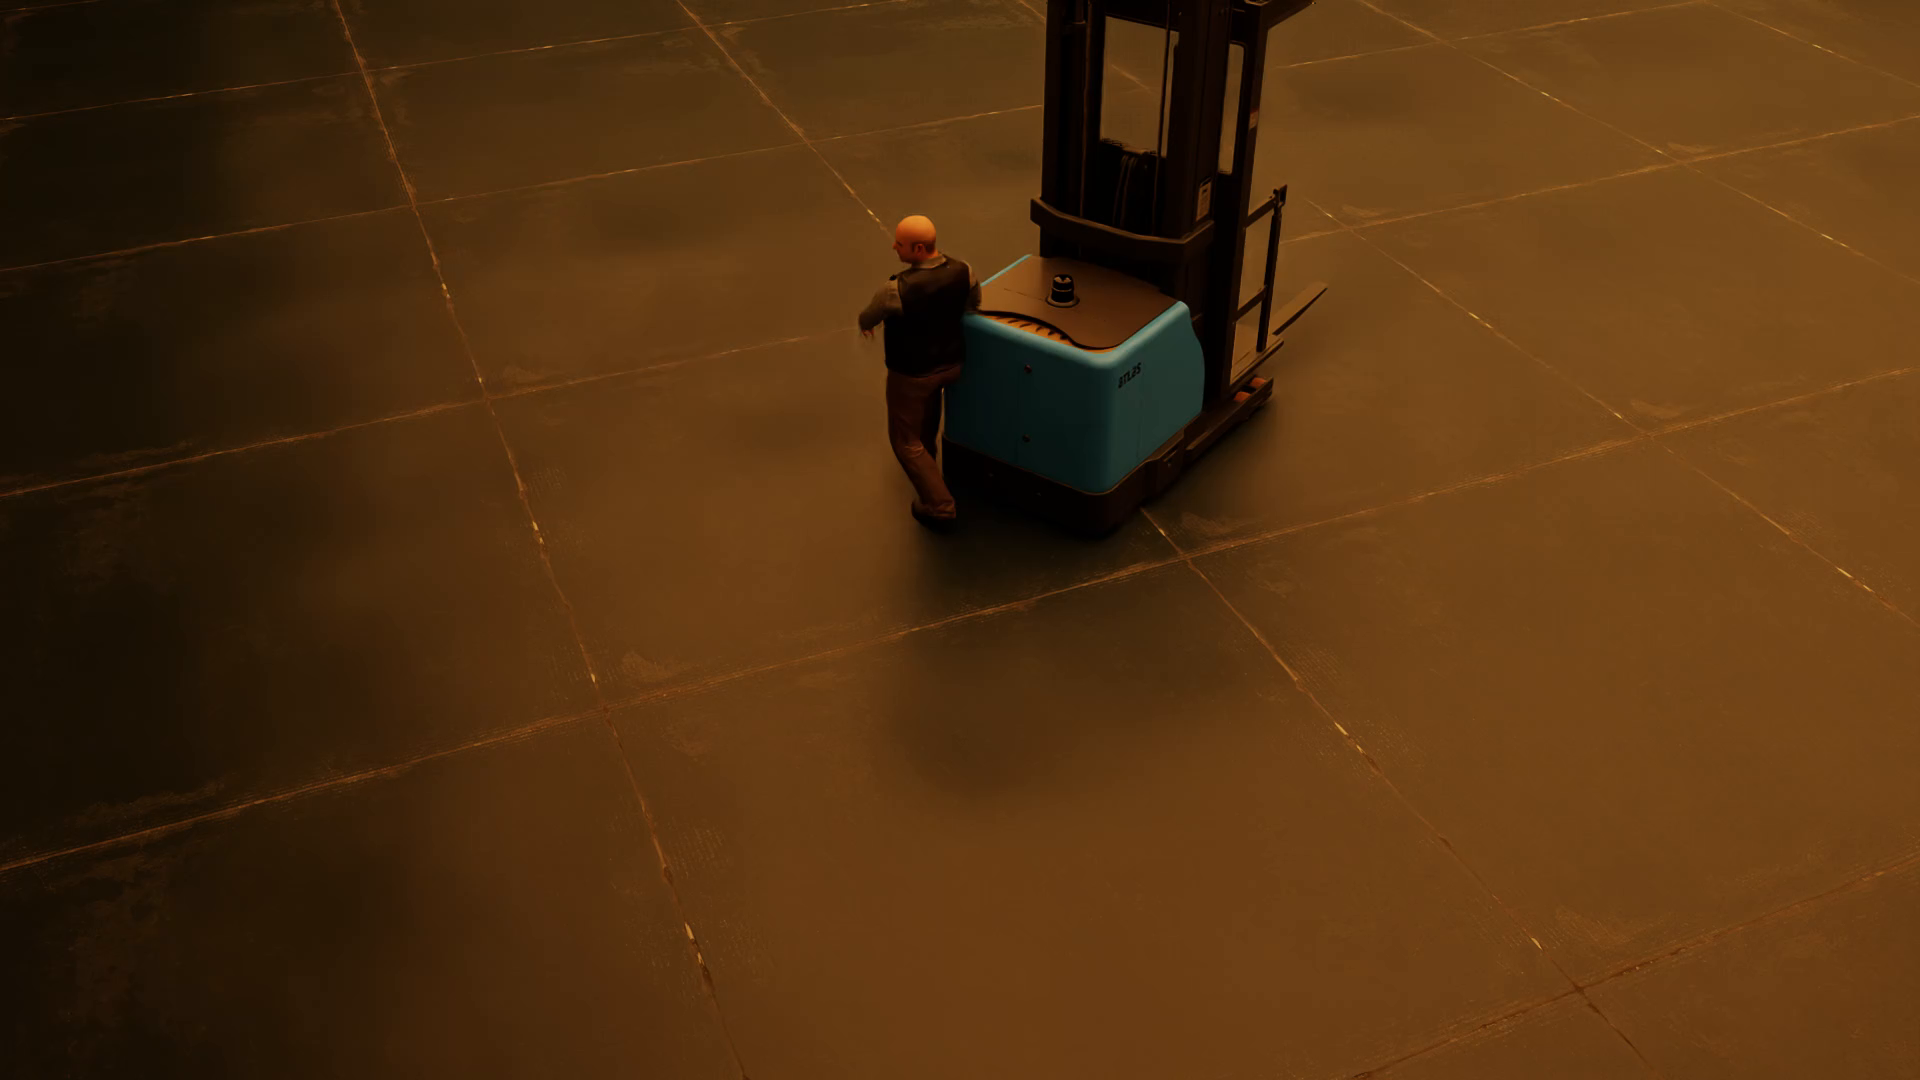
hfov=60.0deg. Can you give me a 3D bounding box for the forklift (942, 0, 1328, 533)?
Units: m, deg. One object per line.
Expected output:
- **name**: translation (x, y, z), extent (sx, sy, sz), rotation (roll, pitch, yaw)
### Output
- **forklift**: translation (1.172, -2.034, 8.959), extent (1.130, 2.935, 3.031), rotation (23, 41, 28)

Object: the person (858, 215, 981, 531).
- **person**: translation (-0.163, -0.947, 8.563), extent (0.684, 1.656, 0.831), rotation (-27, 44, -33)
